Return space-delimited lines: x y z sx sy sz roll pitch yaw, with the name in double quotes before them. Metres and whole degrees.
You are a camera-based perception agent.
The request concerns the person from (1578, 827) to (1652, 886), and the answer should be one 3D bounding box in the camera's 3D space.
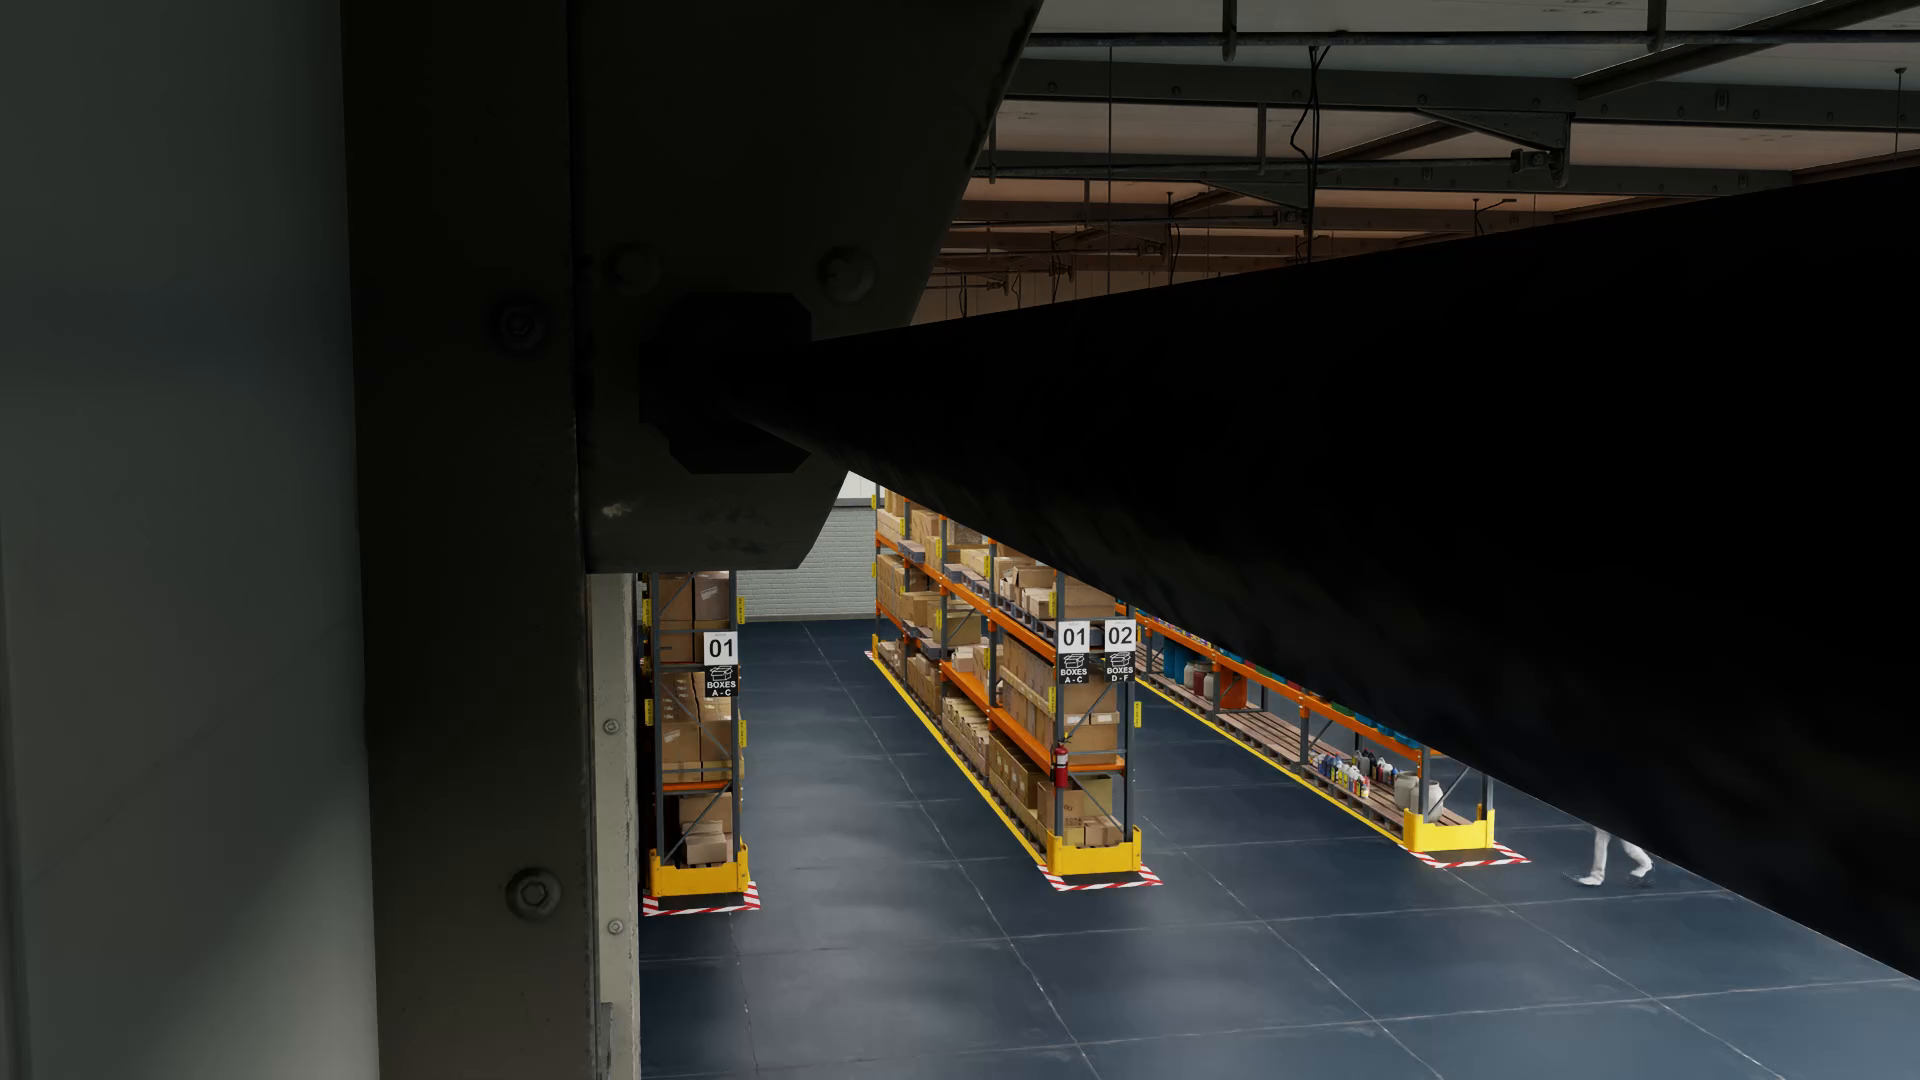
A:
"person" 8.110 3.374 20.426 0.979 1.744 0.495 -4 7 -34
